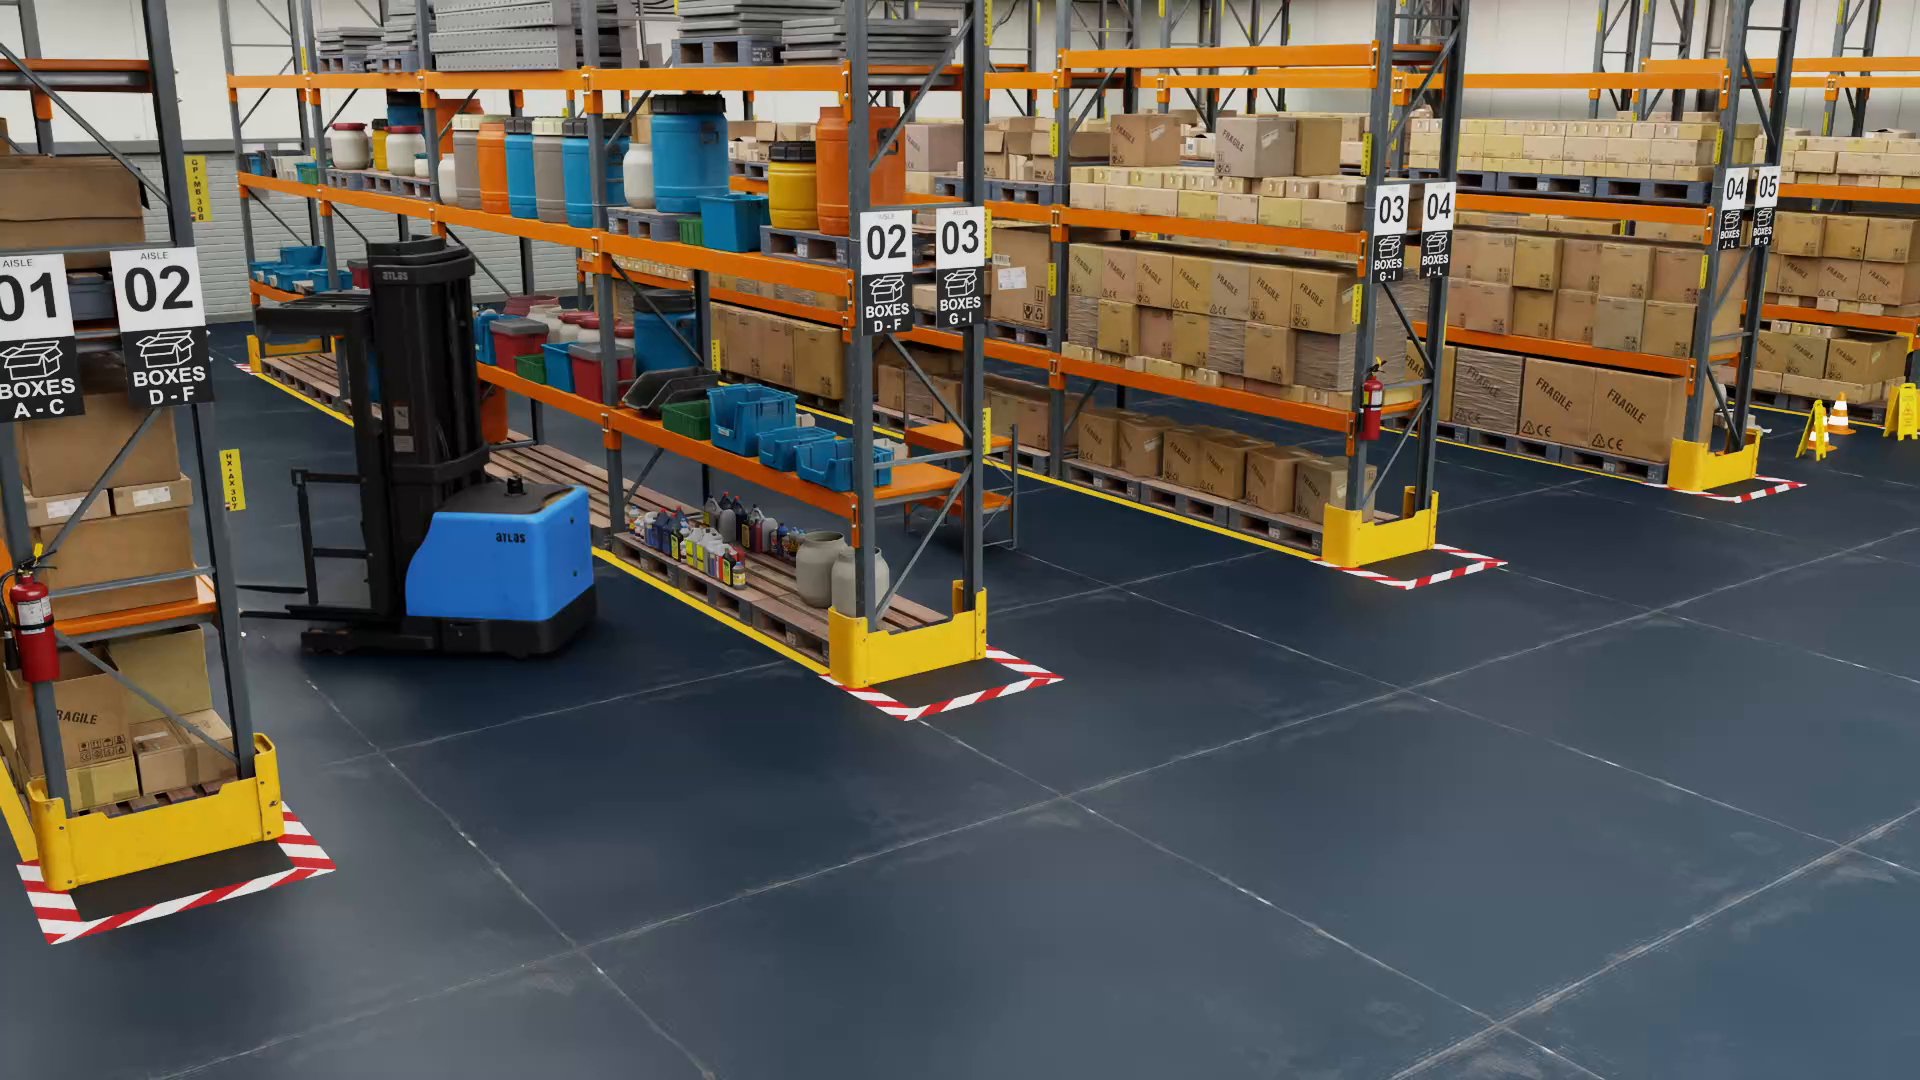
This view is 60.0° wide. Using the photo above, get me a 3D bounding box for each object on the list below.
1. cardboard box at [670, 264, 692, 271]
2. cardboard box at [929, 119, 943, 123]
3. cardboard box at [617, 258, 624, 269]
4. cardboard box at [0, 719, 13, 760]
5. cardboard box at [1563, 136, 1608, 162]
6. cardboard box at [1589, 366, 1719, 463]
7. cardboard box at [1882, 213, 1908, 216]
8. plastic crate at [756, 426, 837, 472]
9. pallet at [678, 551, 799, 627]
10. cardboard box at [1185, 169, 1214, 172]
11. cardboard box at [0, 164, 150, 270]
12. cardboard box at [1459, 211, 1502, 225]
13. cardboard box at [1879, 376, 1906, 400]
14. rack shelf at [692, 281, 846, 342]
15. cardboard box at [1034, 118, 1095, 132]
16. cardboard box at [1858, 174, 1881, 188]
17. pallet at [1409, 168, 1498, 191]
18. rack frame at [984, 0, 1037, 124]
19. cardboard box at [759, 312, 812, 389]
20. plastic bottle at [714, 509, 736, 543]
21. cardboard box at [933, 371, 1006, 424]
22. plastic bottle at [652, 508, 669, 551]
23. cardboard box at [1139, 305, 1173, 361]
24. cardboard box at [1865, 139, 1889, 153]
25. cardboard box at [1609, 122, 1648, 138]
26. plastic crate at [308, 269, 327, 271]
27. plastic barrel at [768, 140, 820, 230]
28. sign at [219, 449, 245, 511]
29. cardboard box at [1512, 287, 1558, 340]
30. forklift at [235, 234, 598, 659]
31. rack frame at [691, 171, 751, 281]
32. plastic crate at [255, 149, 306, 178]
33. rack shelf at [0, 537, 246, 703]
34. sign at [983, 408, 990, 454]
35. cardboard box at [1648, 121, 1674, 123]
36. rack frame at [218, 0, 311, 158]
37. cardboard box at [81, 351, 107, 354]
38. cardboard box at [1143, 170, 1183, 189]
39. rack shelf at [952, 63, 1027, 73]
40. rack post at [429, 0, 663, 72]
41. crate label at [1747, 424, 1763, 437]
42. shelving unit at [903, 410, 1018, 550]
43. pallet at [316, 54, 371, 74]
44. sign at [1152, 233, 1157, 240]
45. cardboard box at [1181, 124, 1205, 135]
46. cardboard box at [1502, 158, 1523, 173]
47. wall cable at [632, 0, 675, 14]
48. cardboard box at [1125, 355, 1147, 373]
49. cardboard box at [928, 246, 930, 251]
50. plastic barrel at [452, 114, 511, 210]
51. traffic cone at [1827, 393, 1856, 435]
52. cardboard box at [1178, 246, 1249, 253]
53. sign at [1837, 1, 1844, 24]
[{"bbox_3d":[-3.798,-3.998,23.724,0.500,0.250,0.500,-11,19,-36],"label":"cardboard box"},{"bbox_3d":[-0.279,-6.676,26.684,0.380,0.149,0.250,-12,19,-37],"label":"cardboard box"},{"bbox_3d":[-4.978,-4.206,25.235,0.380,0.149,0.250,-11,19,-35],"label":"cardboard box"},{"bbox_3d":[-5.439,1.069,9.901,0.500,0.250,0.500,-11,19,-35],"label":"cardboard box"},{"bbox_3d":[6.699,-4.104,17.441,0.500,0.250,0.500,-11,19,-35],"label":"cardboard box"},{"bbox_3d":[7.349,-1.372,17.636,0.875,0.875,0.875,-11,19,-34],"label":"cardboard box"},{"bbox_3d":[14.119,-4.844,25.110,0.380,0.149,0.250,-11,19,-35],"label":"cardboard box"},{"bbox_3d":[-1.190,-0.671,12.127,0.499,0.251,0.408,-11,19,-35],"label":"plastic crate"},{"bbox_3d":[-1.546,0.359,13.365,1.003,0.211,1.213,-11,19,-35],"label":"pallet"},{"bbox_3d":[2.378,-3.475,15.937,0.380,0.149,0.250,-10,18,-32],"label":"cardboard box"},{"bbox_3d":[-4.620,-1.665,8.537,0.797,0.503,0.637,-9,18,-31],"label":"cardboard box"},{"bbox_3d":[7.749,-4.598,24.643,0.500,0.500,0.500,-10,18,-34],"label":"cardboard box"},{"bbox_3d":[11.495,-1.941,20.899,0.500,0.250,0.500,-11,19,-35],"label":"cardboard box"},{"bbox_3d":[-2.150,-3.100,22.082,1.077,0.370,4.000,-11,19,-35],"label":"rack shelf"},{"bbox_3d":[1.547,-5.971,24.537,0.797,0.503,0.637,-11,19,-35],"label":"cardboard box"},{"bbox_3d":[11.008,-4.318,19.964,0.380,0.149,0.250,-10,18,-33],"label":"cardboard box"},{"bbox_3d":[5.922,-4.141,19.011,1.003,0.211,1.213,-11,19,-35],"label":"pallet"},{"bbox_3d":[0.745,-7.516,25.490,1.000,3.000,0.127,-11,19,-35],"label":"rack frame"},{"bbox_3d":[-1.881,-2.539,21.902,1.225,0.875,0.875,-11,19,-34],"label":"cardboard box"},{"bbox_3d":[-2.009,-0.133,14.206,0.152,0.276,0.135,-11,19,-35],"label":"plastic bottle"},{"bbox_3d":[0.111,-1.650,19.323,0.700,0.500,0.500,-9,18,-30],"label":"cardboard box"},{"bbox_3d":[-2.490,-0.094,13.924,0.144,0.351,0.185,-10,18,-33],"label":"plastic bottle"},{"bbox_3d":[2.233,-2.048,16.124,0.875,0.500,0.500,-11,19,-35],"label":"cardboard box"},{"bbox_3d":[11.022,-4.699,19.845,0.380,0.149,0.250,-11,19,-35],"label":"cardboard box"},{"bbox_3d":[6.879,-4.203,17.050,0.380,0.149,0.250,-10,18,-34],"label":"cardboard box"},{"bbox_3d":[-9.058,-3.715,23.353,0.396,0.136,0.243,-11,19,-35],"label":"plastic crate"},{"bbox_3d":[-1.050,-2.506,11.717,0.600,0.588,0.600,0,15,0],"label":"plastic barrel"},{"bbox_3d":[-3.833,-0.315,8.755,0.100,0.325,0.005,-11,19,-35],"label":"sign"},{"bbox_3d":[6.632,-2.564,18.478,0.875,0.550,0.500,-11,19,-35],"label":"cardboard box"},{"bbox_3d":[-4.339,-0.725,12.174,3.031,2.935,1.130,2,15,8],"label":"forklift"},{"bbox_3d":[-3.326,-3.874,23.547,1.000,3.000,0.127,-11,19,-35],"label":"rack frame"},{"bbox_3d":[-9.008,-5.007,22.124,0.504,0.338,0.767,-11,19,-35],"label":"plastic crate"},{"bbox_3d":[-5.462,0.145,10.225,1.077,0.370,4.000,-11,19,-35],"label":"rack shelf"},{"bbox_3d":[0.171,-0.761,11.648,0.100,0.325,0.005,-11,19,-35],"label":"sign"},{"bbox_3d":[7.417,-4.304,17.417,0.380,0.149,0.250,-11,19,-34],"label":"cardboard box"},{"bbox_3d":[-9.684,-6.853,23.067,1.000,3.000,0.127,-11,19,-35],"label":"rack frame"},{"bbox_3d":[-5.486,-0.887,9.989,0.700,0.500,0.500,-11,19,-34],"label":"cardboard box"},{"bbox_3d":[1.939,-3.391,15.632,0.380,0.149,0.250,-11,19,-36],"label":"cardboard box"},{"bbox_3d":[-0.431,-7.594,27.145,1.077,0.370,4.000,-11,19,-35],"label":"rack shelf"},{"bbox_3d":[-3.856,-4.794,15.166,1.013,1.000,3.121,-11,19,-35],"label":"rack post"},{"bbox_3d":[9.239,-1.274,19.471,0.298,0.136,0.250,7,17,23],"label":"crate label"},{"bbox_3d":[-0.004,-0.544,14.933,0.538,1.125,1.048,-11,19,-35],"label":"shelving unit"},{"bbox_3d":[-6.821,-5.543,19.396,1.003,0.211,1.213,-11,19,-35],"label":"pallet"},{"bbox_3d":[2.664,-4.202,22.703,0.100,0.325,0.005,-11,19,-35],"label":"sign"},{"bbox_3d":[4.056,-7.131,29.037,0.396,0.266,0.258,-10,18,-33],"label":"cardboard box"},{"bbox_3d":[6.139,-4.088,18.139,0.380,0.149,0.250,-11,19,-34],"label":"cardboard box"},{"bbox_3d":[-6.215,-10.916,31.818,2.277,5.999,0.120,-11,19,-35],"label":"wall cable"},{"bbox_3d":[1.835,-1.736,16.211,0.380,0.149,0.250,-11,19,-35],"label":"cardboard box"},{"bbox_3d":[-0.382,-4.805,27.425,0.380,0.149,0.250,-11,19,-35],"label":"cardboard box"},{"bbox_3d":[-4.673,-3.730,16.392,0.600,0.901,0.600,0,15,0],"label":"plastic barrel"},{"bbox_3d":[10.449,-1.518,19.744,0.336,0.463,0.334,-11,19,-35],"label":"traffic cone"},{"bbox_3d":[2.453,-2.573,16.146,0.500,0.500,0.500,-11,19,-35],"label":"cardboard box"},{"bbox_3d":[12.975,-7.770,24.501,0.100,0.325,0.005,-11,19,-35],"label":"sign"}]
